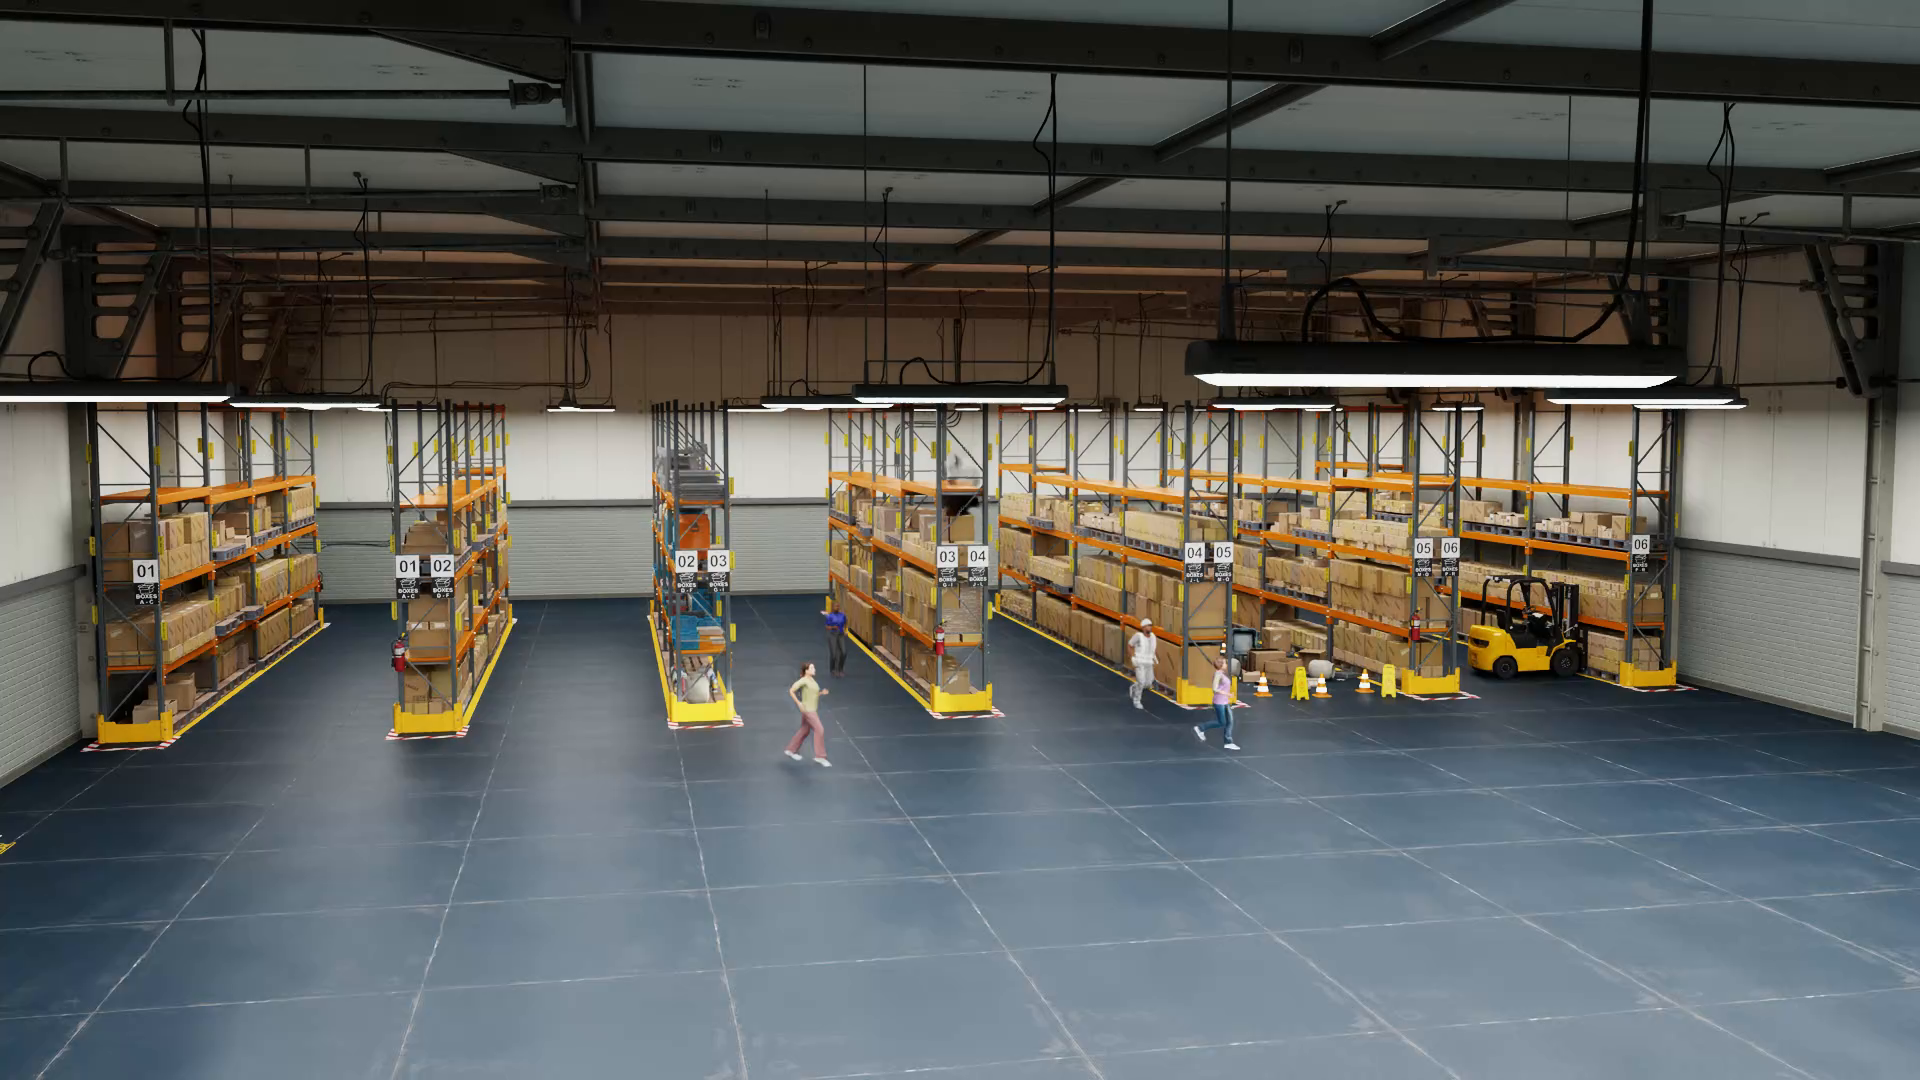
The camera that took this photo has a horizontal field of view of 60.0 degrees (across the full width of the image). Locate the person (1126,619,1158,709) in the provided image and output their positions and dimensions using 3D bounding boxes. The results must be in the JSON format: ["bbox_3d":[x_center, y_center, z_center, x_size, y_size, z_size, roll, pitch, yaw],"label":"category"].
[{"bbox_3d":[3.575,2.417,32.702,0.728,1.741,0.606,-3,5,-31],"label":"person"}]

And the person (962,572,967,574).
[{"bbox_3d":[-0.135,1.311,47.979,0.633,1.589,0.530,2,5,23],"label":"person"}]

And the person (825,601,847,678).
[{"bbox_3d":[-2.664,2.180,36.210,0.558,1.685,0.667,-2,5,-21],"label":"person"}]

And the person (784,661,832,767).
[{"bbox_3d":[-2.484,2.828,27.161,0.830,1.715,0.552,1,4,9],"label":"person"}]

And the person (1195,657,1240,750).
[{"bbox_3d":[4.423,2.793,28.457,0.790,1.586,0.538,2,5,23],"label":"person"}]
